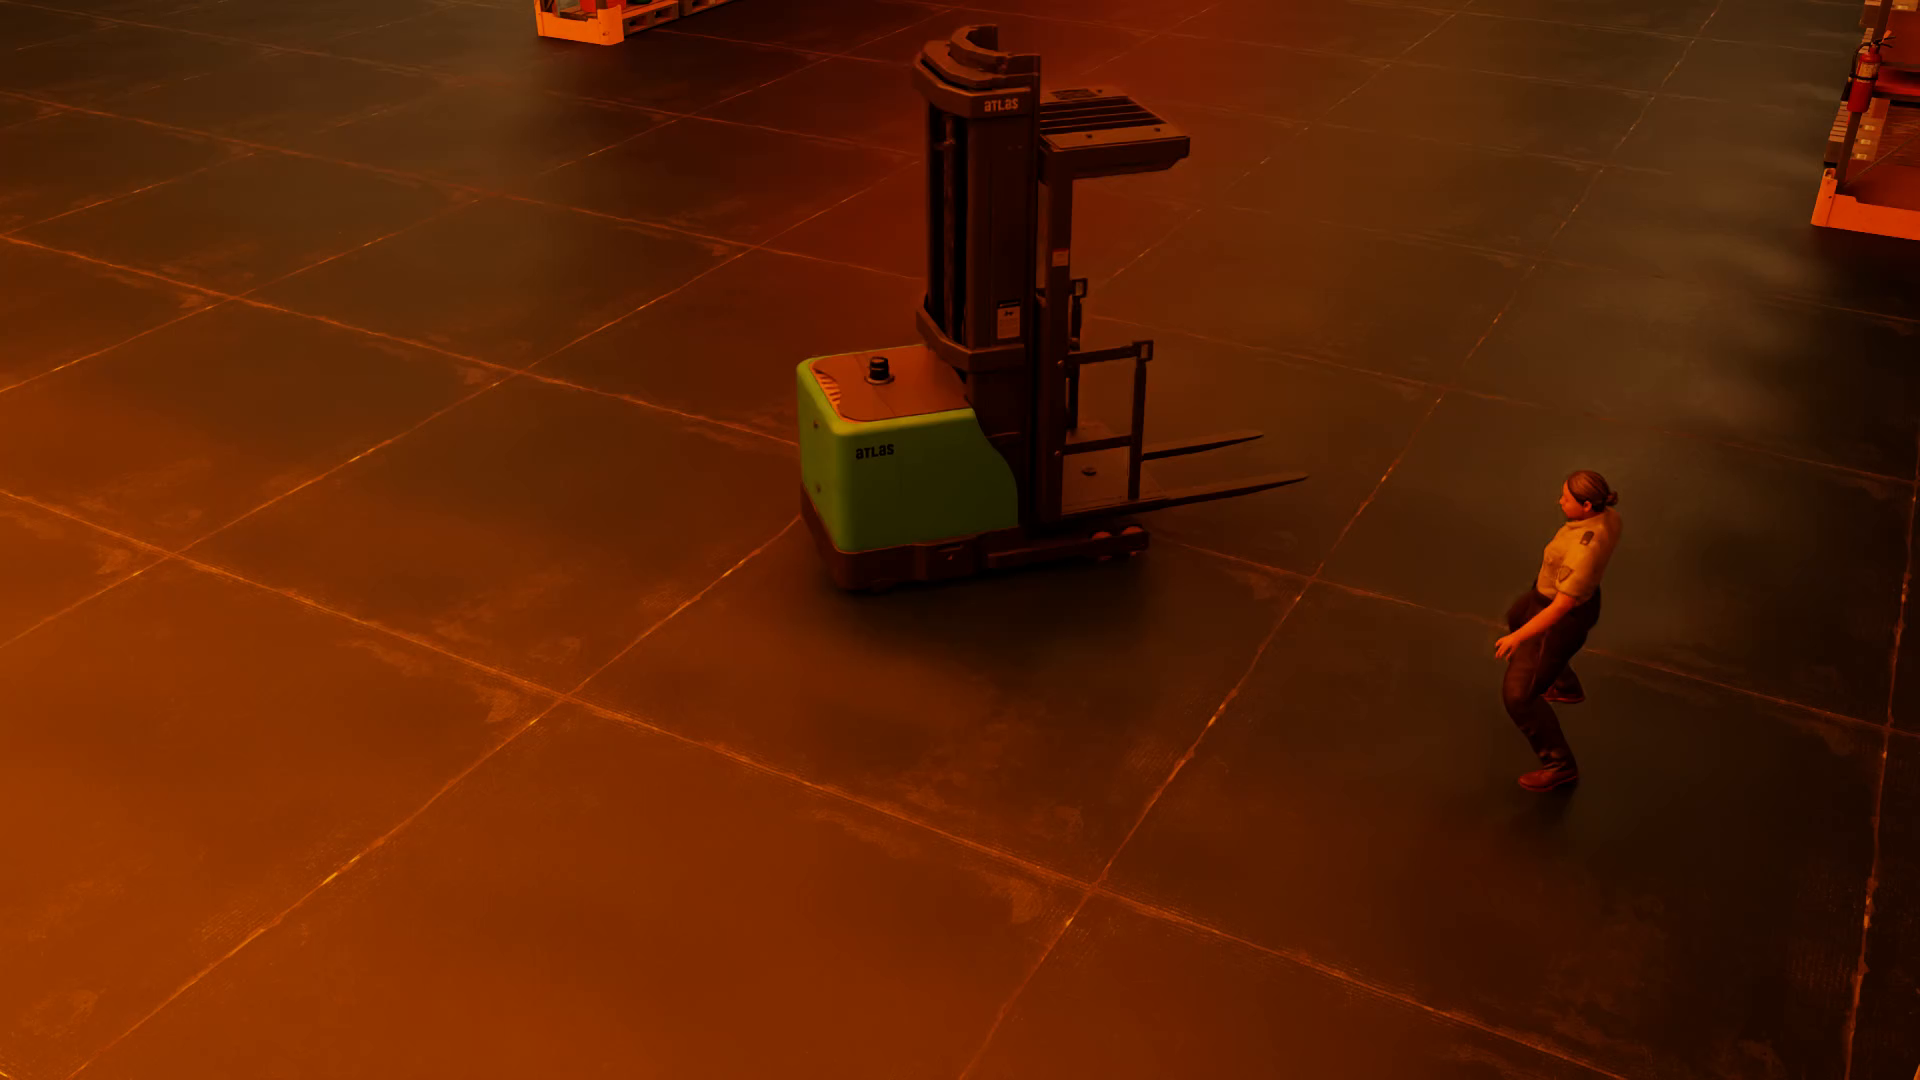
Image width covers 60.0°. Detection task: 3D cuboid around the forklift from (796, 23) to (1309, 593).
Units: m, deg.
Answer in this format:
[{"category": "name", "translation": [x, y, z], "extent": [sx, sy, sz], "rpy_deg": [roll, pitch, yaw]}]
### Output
[{"category": "forklift", "translation": [0.606, -1.393, 9.484], "extent": [3.031, 2.935, 1.130], "rpy_deg": [-9, 31, -15]}]

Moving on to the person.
[{"category": "person", "translation": [2.846, 0.336, 7.901], "extent": [0.587, 1.553, 0.863], "rpy_deg": [20, 35, 30]}]
